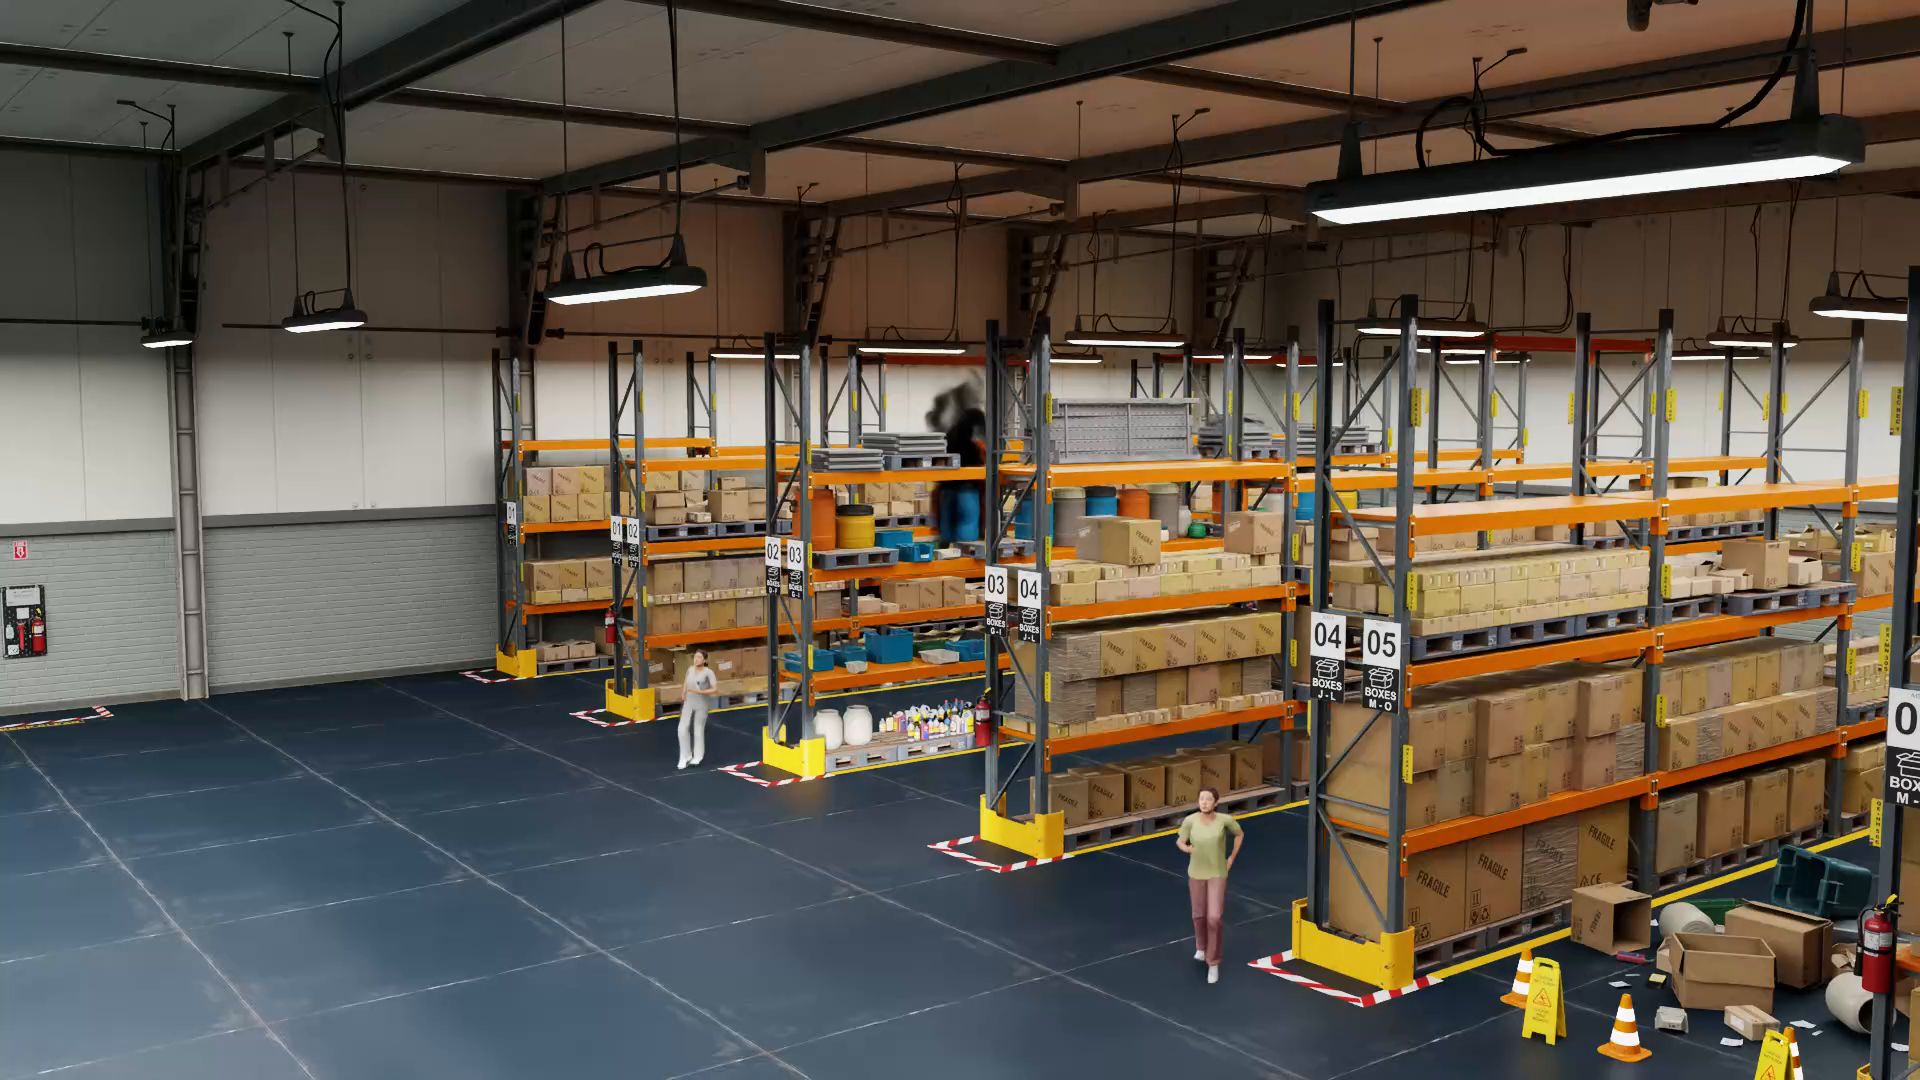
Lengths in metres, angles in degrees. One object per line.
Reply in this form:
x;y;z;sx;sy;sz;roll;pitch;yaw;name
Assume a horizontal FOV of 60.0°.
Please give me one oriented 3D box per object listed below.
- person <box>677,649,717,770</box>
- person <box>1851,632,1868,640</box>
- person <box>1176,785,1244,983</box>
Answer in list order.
-3.589;2.335;22.991;0.568;1.700;0.619;1;5;14;person
13.281;2.194;24.498;0.744;1.694;0.585;-3;6;-28;person
2.209;3.039;14.832;0.563;1.740;0.686;2;5;22;person
